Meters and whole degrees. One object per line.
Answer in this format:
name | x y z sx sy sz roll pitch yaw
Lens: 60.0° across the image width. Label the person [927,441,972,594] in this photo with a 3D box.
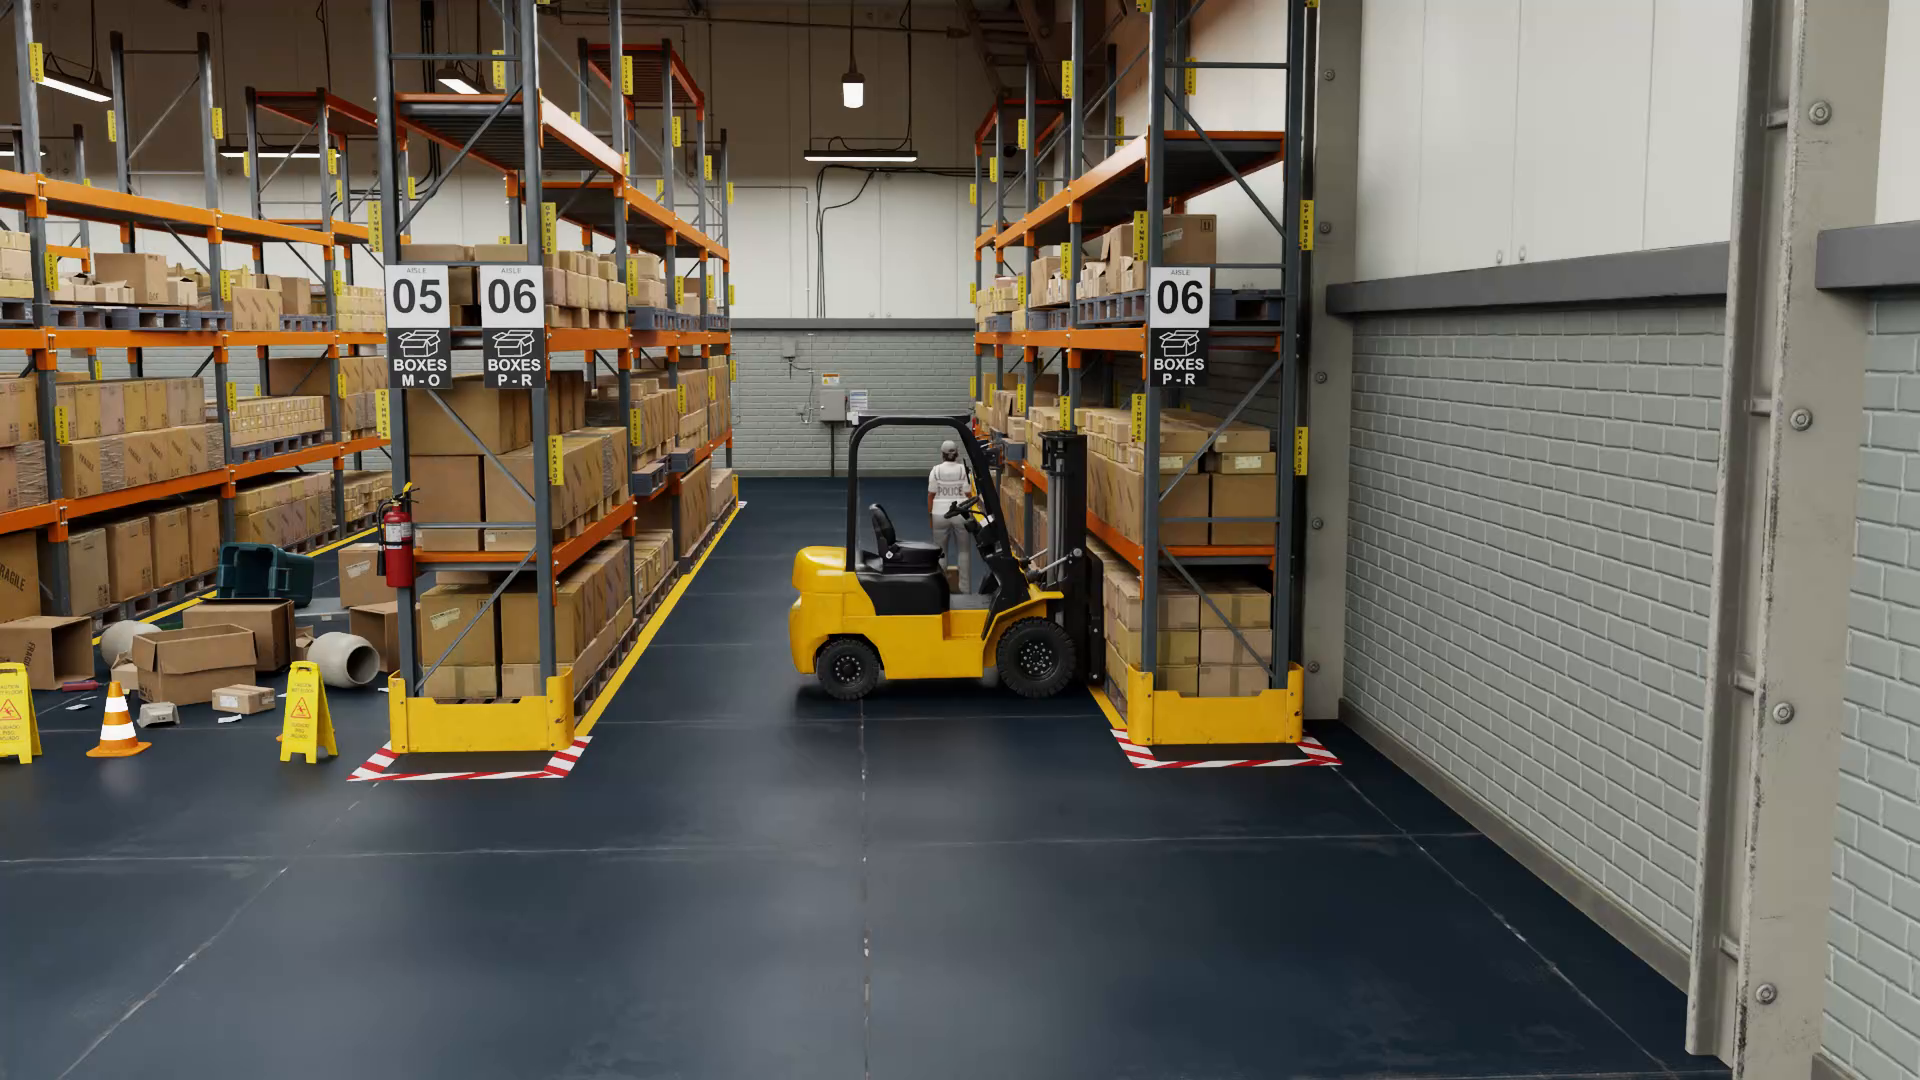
person | -0.108 -0.216 17.525 0.471 1.667 0.390 0 7 -1
